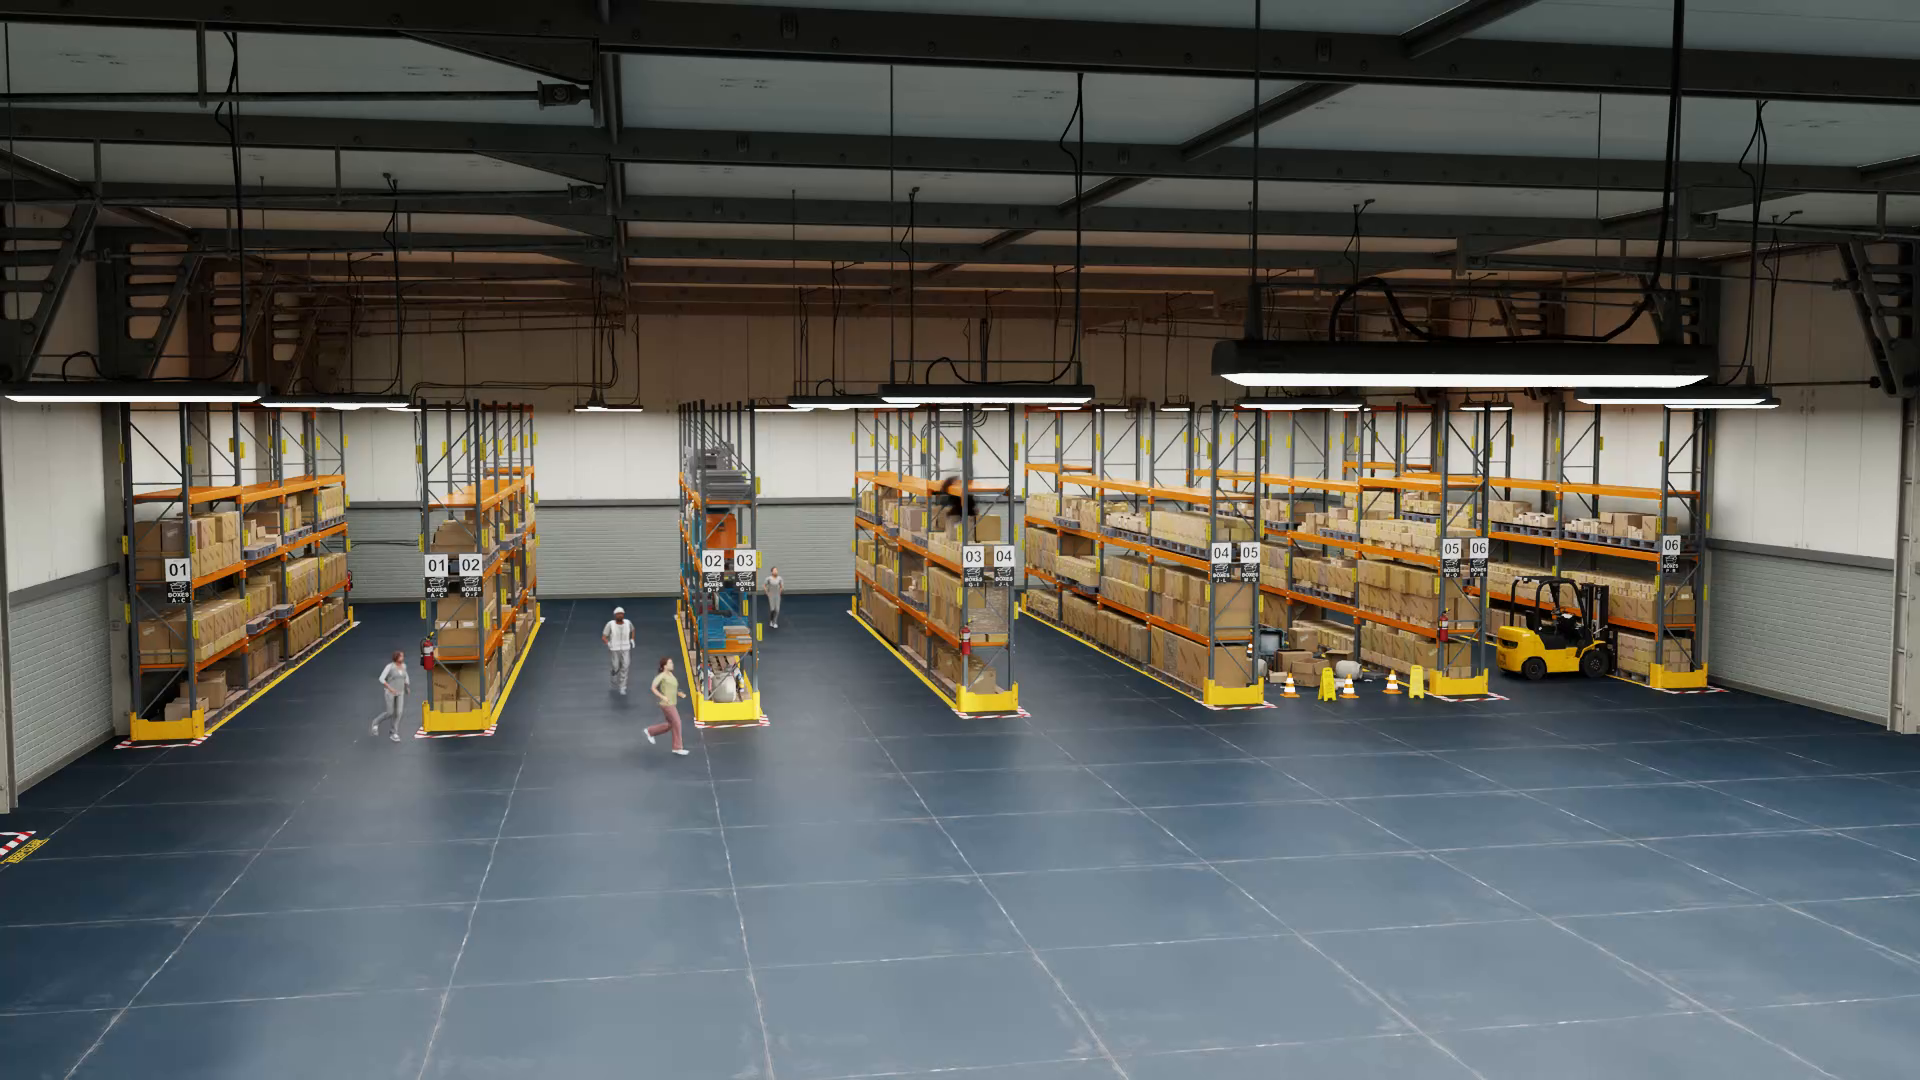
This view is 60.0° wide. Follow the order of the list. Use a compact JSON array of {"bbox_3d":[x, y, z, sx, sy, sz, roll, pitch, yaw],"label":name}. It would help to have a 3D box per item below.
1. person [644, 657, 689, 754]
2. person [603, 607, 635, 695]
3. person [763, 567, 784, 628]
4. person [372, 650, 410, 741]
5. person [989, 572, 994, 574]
[{"bbox_3d":[-4.977,2.792,28.086,0.818,1.660,0.579,1,4,11],"label":"person"},{"bbox_3d":[-7.013,2.271,34.282,0.694,1.780,0.841,-2,5,-22],"label":"person"},{"bbox_3d":[-4.971,1.553,44.597,0.545,1.612,0.514,-1,5,-19],"label":"person"},{"bbox_3d":[-9.998,2.732,29.411,0.699,1.557,0.609,3,5,36],"label":"person"},{"bbox_3d":[0.598,1.229,48.312,0.727,1.705,0.812,3,5,34],"label":"person"}]
